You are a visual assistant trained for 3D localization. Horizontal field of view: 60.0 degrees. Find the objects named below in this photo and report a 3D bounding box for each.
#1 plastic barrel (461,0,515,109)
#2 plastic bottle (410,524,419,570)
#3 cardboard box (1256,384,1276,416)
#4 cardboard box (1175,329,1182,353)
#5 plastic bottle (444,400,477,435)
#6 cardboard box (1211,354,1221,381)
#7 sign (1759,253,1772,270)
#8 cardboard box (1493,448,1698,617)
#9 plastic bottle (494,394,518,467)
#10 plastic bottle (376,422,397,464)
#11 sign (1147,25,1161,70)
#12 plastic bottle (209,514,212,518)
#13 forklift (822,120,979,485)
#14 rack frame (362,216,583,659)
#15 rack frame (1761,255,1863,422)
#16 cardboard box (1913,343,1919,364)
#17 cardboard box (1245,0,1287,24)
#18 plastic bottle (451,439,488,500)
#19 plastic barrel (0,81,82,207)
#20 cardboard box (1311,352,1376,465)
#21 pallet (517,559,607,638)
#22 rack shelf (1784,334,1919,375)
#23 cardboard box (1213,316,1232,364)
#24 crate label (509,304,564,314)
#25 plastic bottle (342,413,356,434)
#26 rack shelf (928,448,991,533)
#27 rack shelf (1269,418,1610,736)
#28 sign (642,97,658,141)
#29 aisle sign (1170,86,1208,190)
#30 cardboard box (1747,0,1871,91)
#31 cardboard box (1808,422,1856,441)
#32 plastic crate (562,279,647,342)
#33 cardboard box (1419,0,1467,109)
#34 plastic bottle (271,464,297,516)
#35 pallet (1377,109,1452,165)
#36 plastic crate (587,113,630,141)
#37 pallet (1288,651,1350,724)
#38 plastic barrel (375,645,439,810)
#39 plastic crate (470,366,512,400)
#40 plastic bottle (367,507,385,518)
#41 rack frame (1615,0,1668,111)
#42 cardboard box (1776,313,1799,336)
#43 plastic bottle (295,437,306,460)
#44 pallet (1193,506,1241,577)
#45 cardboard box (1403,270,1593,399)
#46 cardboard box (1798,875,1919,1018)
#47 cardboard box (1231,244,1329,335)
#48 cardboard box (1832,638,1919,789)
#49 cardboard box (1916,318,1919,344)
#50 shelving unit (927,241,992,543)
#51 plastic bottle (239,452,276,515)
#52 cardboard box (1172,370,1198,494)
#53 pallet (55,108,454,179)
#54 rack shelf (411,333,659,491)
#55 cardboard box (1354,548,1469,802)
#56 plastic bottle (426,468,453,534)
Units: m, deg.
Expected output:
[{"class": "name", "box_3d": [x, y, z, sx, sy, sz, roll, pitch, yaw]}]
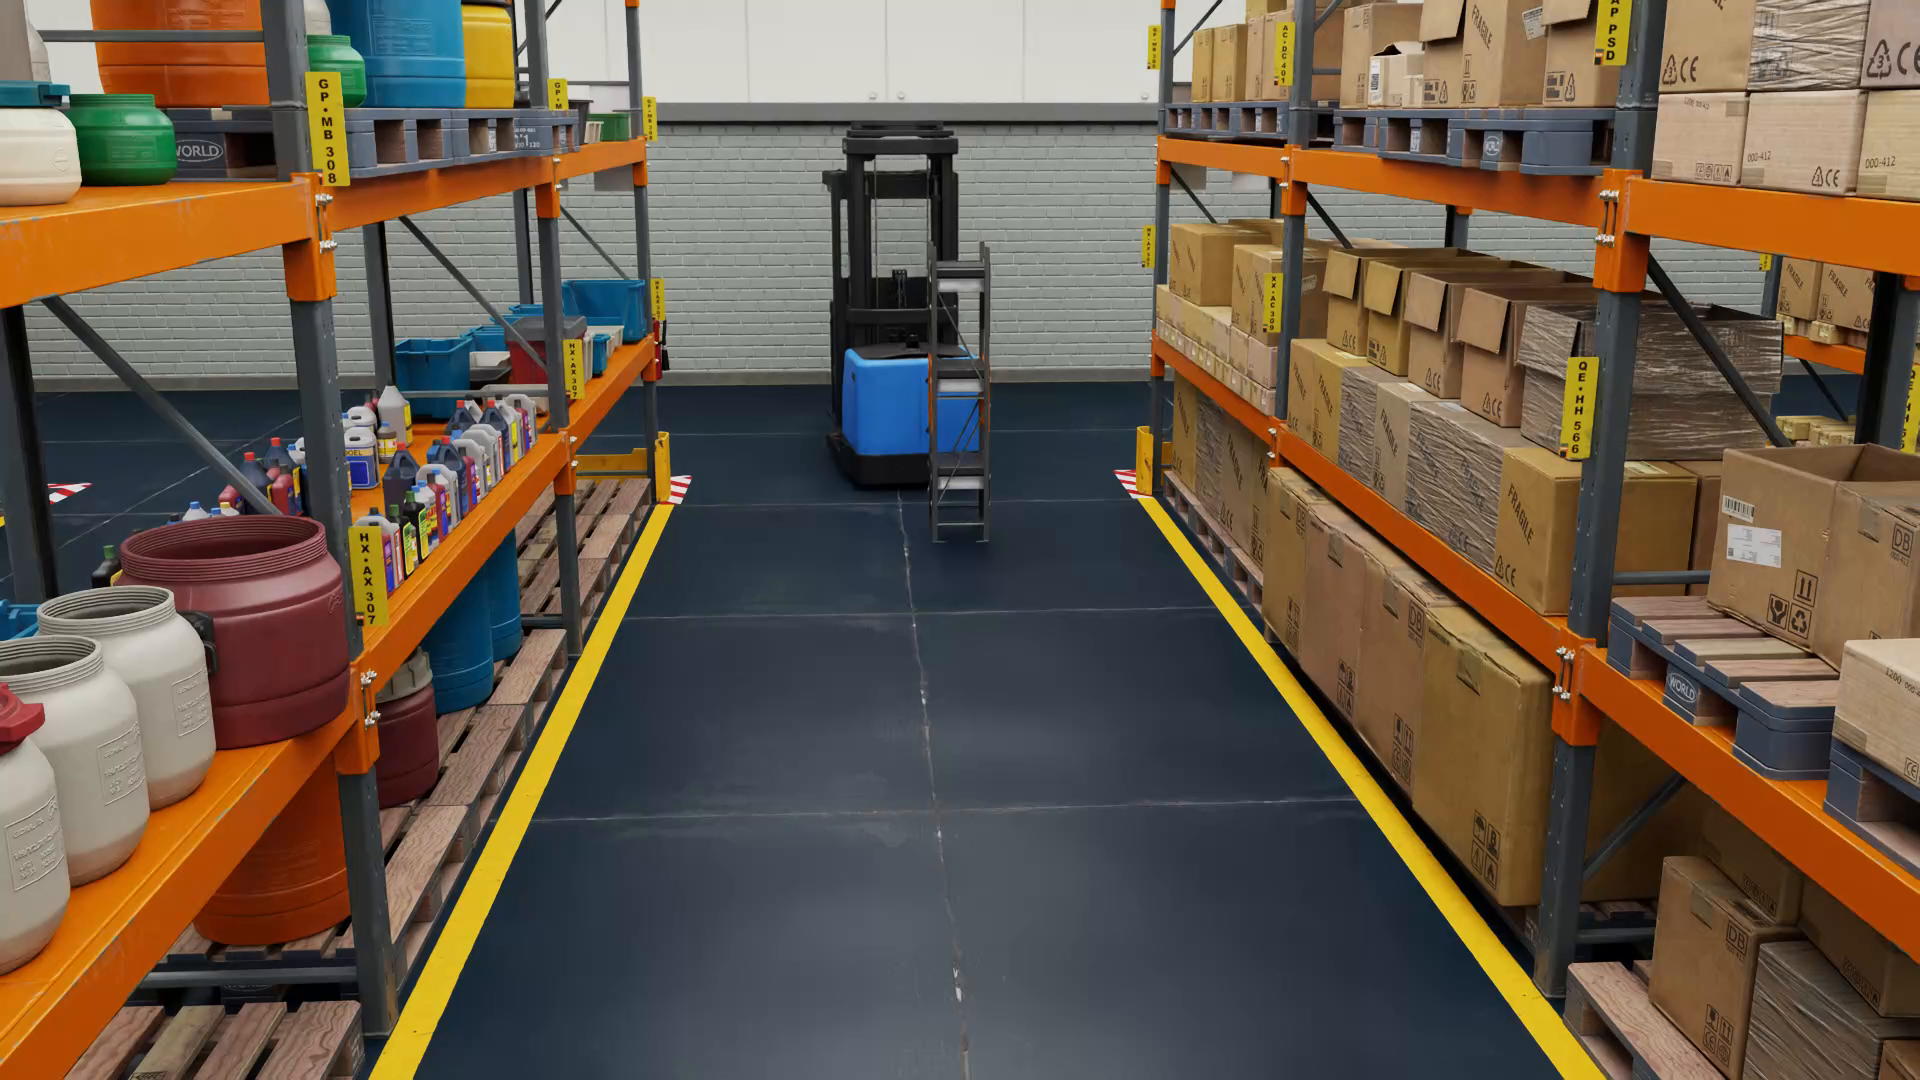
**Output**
[{"class": "plastic barrel", "box_3d": [-2.396, -2.313, 7.756, 0.600, 0.588, 0.600, 0, 14, 0]}, {"class": "plastic bottle", "box_3d": [-2.129, 0.011, 6.361, 0.097, 0.201, 0.097, 0, 14, 0]}, {"class": "cardboard box", "box_3d": [1.942, -0.815, 9.679, 0.380, 0.149, 0.250, -1, 14, -3]}, {"class": "cardboard box", "box_3d": [1.784, -1.453, 12.160, 0.380, 0.149, 0.250, -1, 14, -4]}, {"class": "plastic bottle", "box_3d": [-2.404, -0.494, 8.025, 0.144, 0.351, 0.185, -1, 14, -3]}, {"class": "cardboard box", "box_3d": [1.862, -1.135, 10.921, 0.380, 0.149, 0.250, -1, 14, -4]}, {"class": "sign", "box_3d": [6.455, -2.323, 13.298, 0.100, 0.325, 0.005, -1, 14, -3]}, {"class": "cardboard box", "box_3d": [2.258, -0.038, 5.956, 0.500, 0.500, 0.500, 0, 14, -2]}, {"class": "plastic bottle", "box_3d": [-2.272, -0.542, 8.212, 0.144, 0.351, 0.185, -1, 14, -3]}, {"class": "plastic bottle", "box_3d": [-2.861, -0.488, 8.301, 0.097, 0.201, 0.097, 0, 14, 0]}, {"class": "sign", "box_3d": [1.486, -3.768, 12.719, 0.100, 0.325, 0.005, -1, 14, -3]}, {"class": "plastic bottle", "box_3d": [-2.892, 0.000, 6.405, 0.097, 0.201, 0.097, 0, 14, 0]}, {"class": "forklift", "box_3d": [-0.604, -2.189, 14.652, 1.130, 2.935, 3.031, -3, 15, -11]}, {"class": "rack frame", "box_3d": [-2.655, -0.790, 9.075, 1.000, 3.000, 0.127, -1, 14, -3]}, {"class": "rack frame", "box_3d": [6.997, -1.912, 13.439, 1.000, 3.000, 0.127, -1, 14, -3]}, {"class": "cardboard box", "box_3d": [6.837, -1.318, 11.632, 0.380, 0.149, 0.250, 0, 14, -1]}, {"class": "cardboard box", "box_3d": [2.155, -3.474, 10.741, 0.500, 0.250, 0.500, -1, 14, -5]}, {"class": "plastic bottle", "box_3d": [-2.232, -0.329, 7.534, 0.152, 0.276, 0.135, -1, 14, -3]}, {"class": "plastic barrel", "box_3d": [-2.096, -0.868, 3.637, 0.301, 0.262, 0.301, 0, 14, 0]}, {"class": "cardboard box", "box_3d": [2.099, -0.671, 8.414, 0.500, 0.500, 0.500, -1, 14, -3]}, {"class": "pallet", "box_3d": [-2.740, 0.379, 10.131, 1.003, 0.211, 1.213, -1, 14, -3]}, {"class": "rack shelf", "box_3d": [7.121, -1.066, 11.595, 1.077, 0.370, 4.000, -1, 14, -3]}, {"class": "cardboard box", "box_3d": [1.932, -1.299, 10.758, 0.500, 0.250, 0.500, -1, 14, -2]}, {"class": "crate label", "box_3d": [-3.217, -1.666, 12.696, 0.416, 0.233, 0.303, -1, 14, -3]}, {"class": "plastic bottle", "box_3d": [-3.004, -0.486, 8.153, 0.097, 0.271, 0.097, 0, 14, 0]}, {"class": "rack shelf", "box_3d": [-0.010, -0.367, 12.103, 0.431, 0.518, 0.480, -1, 14, -3]}, {"class": "rack shelf", "box_3d": [2.412, -0.020, 7.529, 1.077, 0.370, 4.000, -1, 14, -3]}, {"class": "sign", "box_3d": [-2.355, -3.199, 12.629, 0.100, 0.325, 0.005, -1, 14, -3]}, {"class": "aisle sign", "box_3d": [1.736, -3.133, 12.966, 0.394, 0.787, 0.004, -1, 14, -3]}, {"class": "cardboard box", "box_3d": [2.336, -1.367, 4.097, 0.500, 0.500, 0.500, -1, 14, -3]}, {"class": "cardboard box", "box_3d": [6.827, -0.821, 12.881, 0.380, 0.149, 0.250, -1, 14, -2]}, {"class": "plastic crate", "box_3d": [-2.696, -1.750, 12.617, 0.616, 0.435, 0.499, -1, 14, -3]}, {"class": "cardboard box", "box_3d": [2.388, -2.085, 7.040, 0.797, 0.503, 0.637, -1, 14, -4]}, {"class": "plastic bottle", "box_3d": [-2.797, -0.165, 6.881, 0.061, 0.283, 0.133, -1, 14, -3]}, {"class": "pallet", "box_3d": [2.371, -1.670, 6.856, 1.003, 0.211, 1.213, 0, 14, -1]}, {"class": "plastic crate", "box_3d": [-2.557, -2.893, 11.658, 0.450, 0.188, 0.336, -1, 14, -3]}, {"class": "pallet", "box_3d": [2.411, 0.675, 8.978, 1.003, 0.211, 1.213, -1, 14, -3]}, {"class": "plastic barrel", "box_3d": [-2.525, 0.767, 7.020, 0.600, 0.588, 0.708, -1, 14, -3]}, {"class": "plastic crate", "box_3d": [-2.993, -0.960, 10.168, 0.437, 0.125, 0.590, -1, 14, -3]}, {"class": "plastic bottle", "box_3d": [-2.181, 0.012, 6.220, 0.097, 0.271, 0.097, 0, 14, 0]}, {"class": "rack frame", "box_3d": [2.536, -2.777, 4.758, 1.000, 3.000, 0.127, -1, 14, -3]}, {"class": "cardboard box", "box_3d": [6.690, -1.705, 13.137, 0.380, 0.149, 0.250, -1, 14, -4]}, {"class": "plastic bottle", "box_3d": [-2.935, -0.320, 7.501, 0.152, 0.276, 0.135, -1, 14, -3]}, {"class": "pallet", "box_3d": [2.240, -0.010, 11.641, 1.003, 0.211, 1.213, -1, 14, -3]}, {"class": "cardboard box", "box_3d": [2.421, -0.916, 7.354, 0.797, 0.503, 0.637, 0, 14, -2]}, {"class": "cardboard box", "box_3d": [2.650, 1.061, 4.511, 0.500, 0.250, 0.500, 1, 14, 3]}, {"class": "cardboard box", "box_3d": [1.966, -1.535, 10.173, 0.500, 0.500, 0.500, -1, 14, -3]}, {"class": "cardboard box", "box_3d": [2.410, 0.418, 3.838, 0.500, 0.250, 0.500, -1, 14, -5]}, {"class": "cardboard box", "box_3d": [6.863, -1.607, 11.456, 0.500, 0.500, 0.500, -1, 14, -5]}, {"class": "shelving unit", "box_3d": [-0.010, -1.058, 11.925, 0.431, 2.100, 0.503, -1, 14, -3]}, {"class": "plastic bottle", "box_3d": [-2.898, -0.189, 6.841, 0.144, 0.351, 0.185, -1, 14, -3]}, {"class": "cardboard box", "box_3d": [2.160, -0.877, 12.837, 0.875, 0.875, 0.875, -1, 14, -3]}, {"class": "pallet", "box_3d": [-2.357, -1.348, 5.604, 1.003, 0.211, 1.213, -1, 14, -3]}, {"class": "rack shelf", "box_3d": [-2.779, -0.939, 11.098, 1.077, 0.370, 4.000, -1, 14, -3]}, {"class": "cardboard box", "box_3d": [2.466, 0.561, 7.249, 1.225, 0.875, 0.875, -1, 14, -3]}, {"class": "plastic bottle", "box_3d": [-2.163, -0.161, 6.892, 0.097, 0.271, 0.097, 0, 14, 0]}]
